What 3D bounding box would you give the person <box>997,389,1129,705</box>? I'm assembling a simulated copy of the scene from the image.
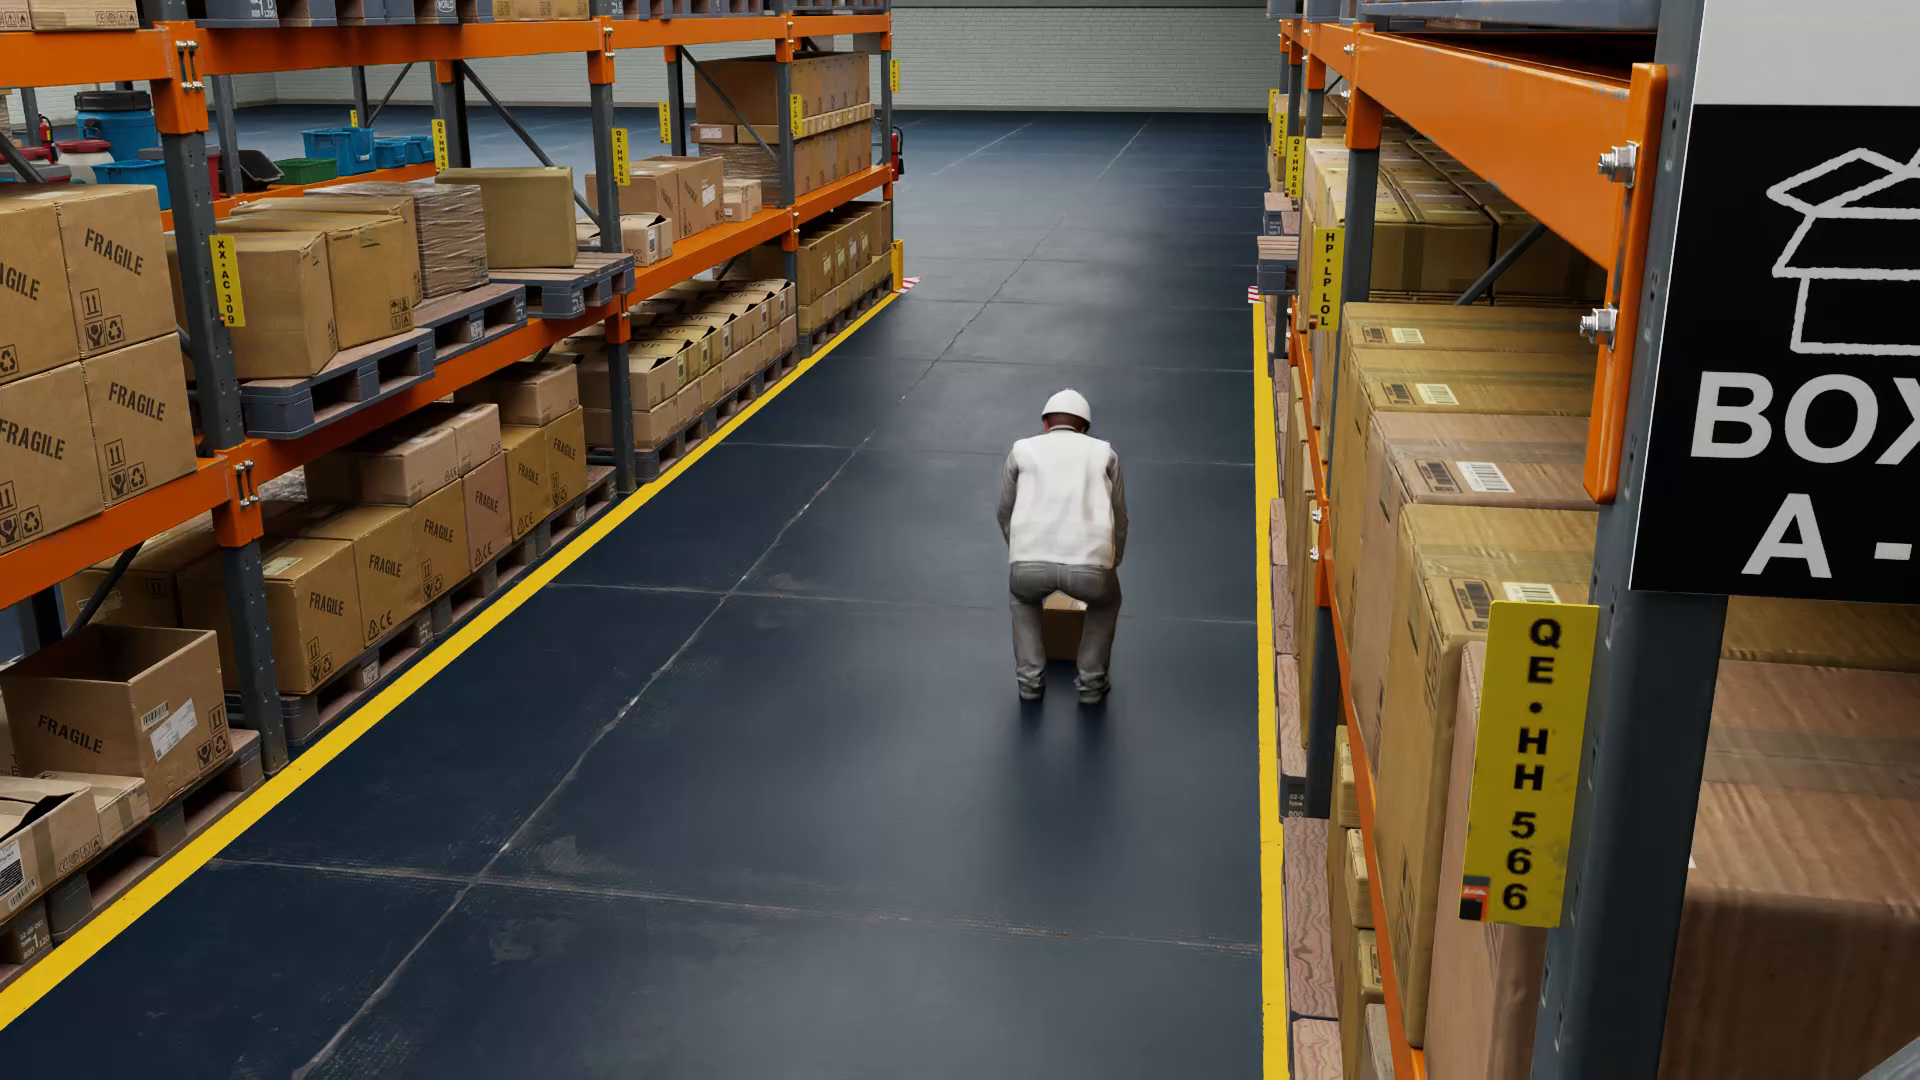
[{"bbox_3d":[0.428,0.035,7.233,0.582,1.268,0.834,3,18,10],"label":"person"}]
